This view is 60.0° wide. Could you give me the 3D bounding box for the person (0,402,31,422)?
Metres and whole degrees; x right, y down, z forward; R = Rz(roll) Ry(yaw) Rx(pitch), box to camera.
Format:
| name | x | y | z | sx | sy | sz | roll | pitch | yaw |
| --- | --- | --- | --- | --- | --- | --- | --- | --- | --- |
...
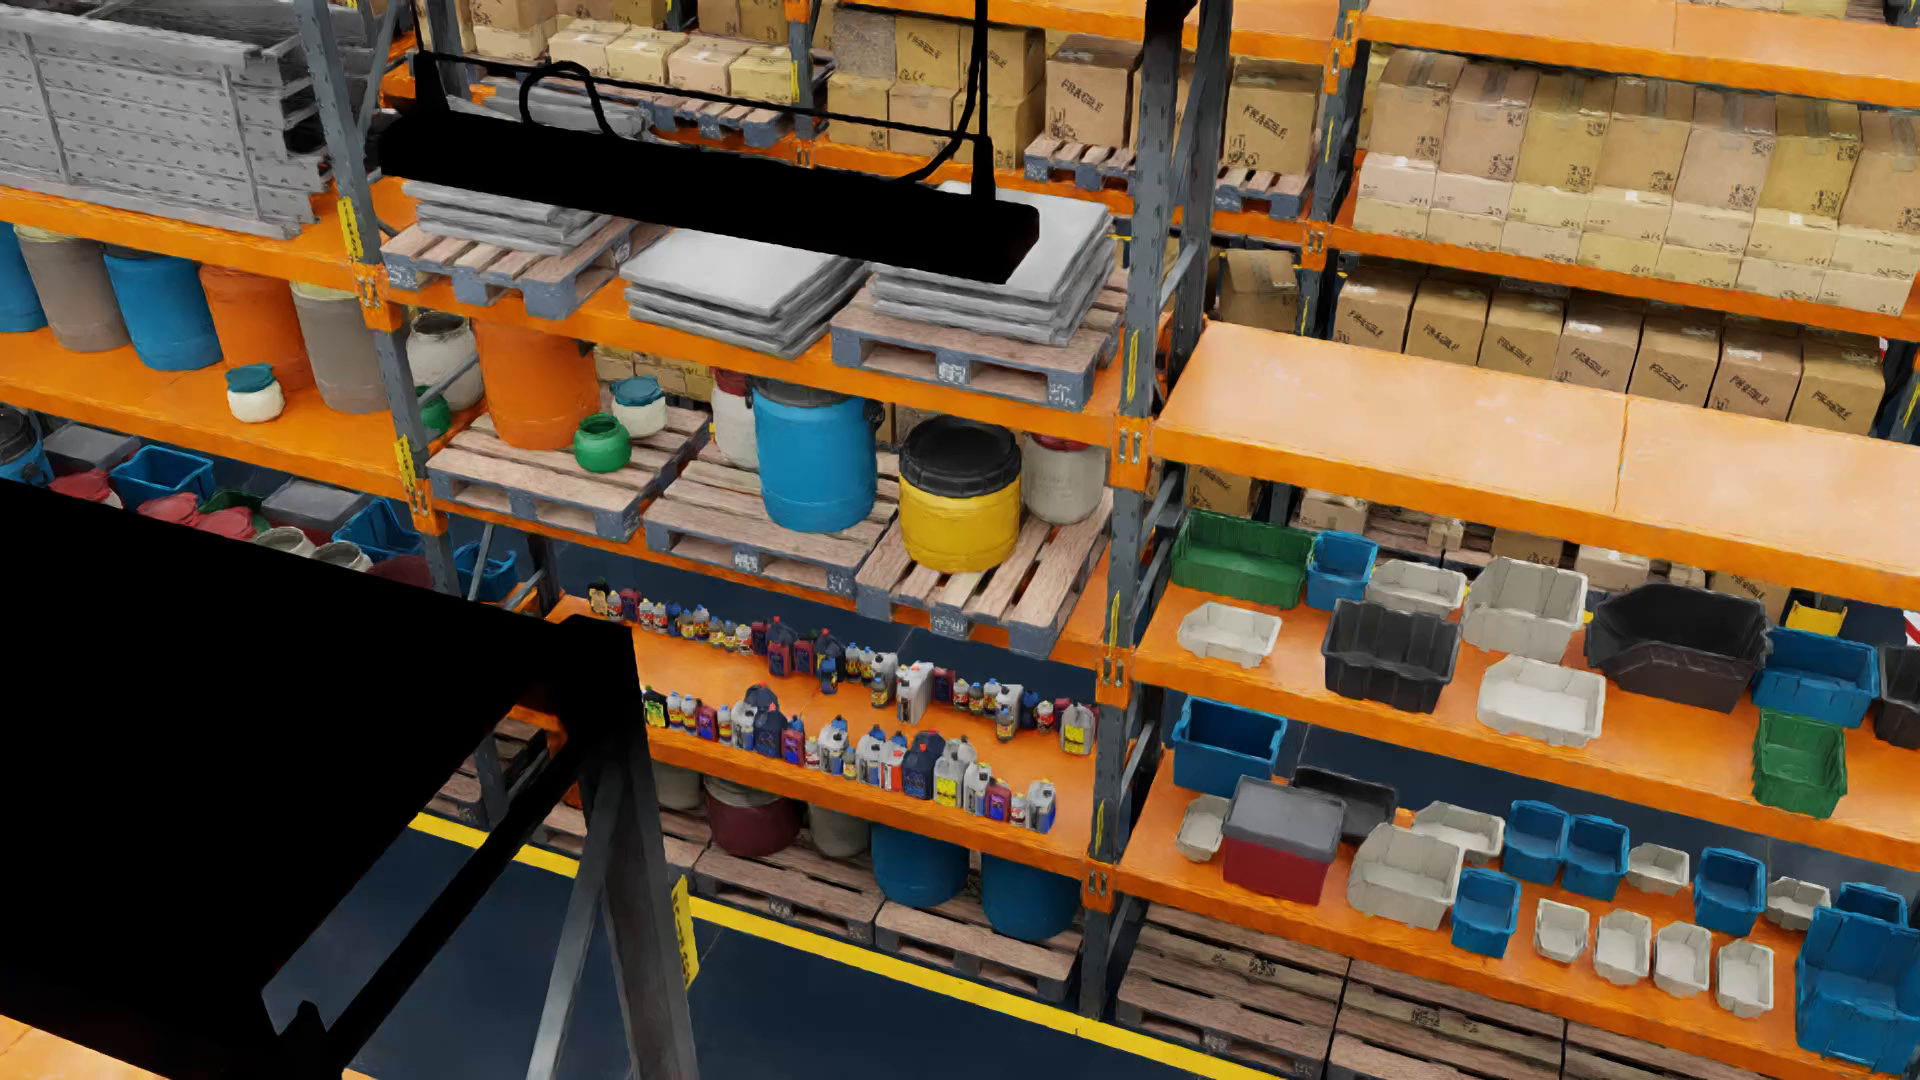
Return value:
| name | x | y | z | sx | sy | sz | roll | pitch | yaw |
| --- | --- | --- | --- | --- | --- | --- | --- | --- | --- |
| person | -8.006 | -1.417 | 13.815 | 0.596 | 1.743 | 0.648 | -25 | 43 | -30 |
